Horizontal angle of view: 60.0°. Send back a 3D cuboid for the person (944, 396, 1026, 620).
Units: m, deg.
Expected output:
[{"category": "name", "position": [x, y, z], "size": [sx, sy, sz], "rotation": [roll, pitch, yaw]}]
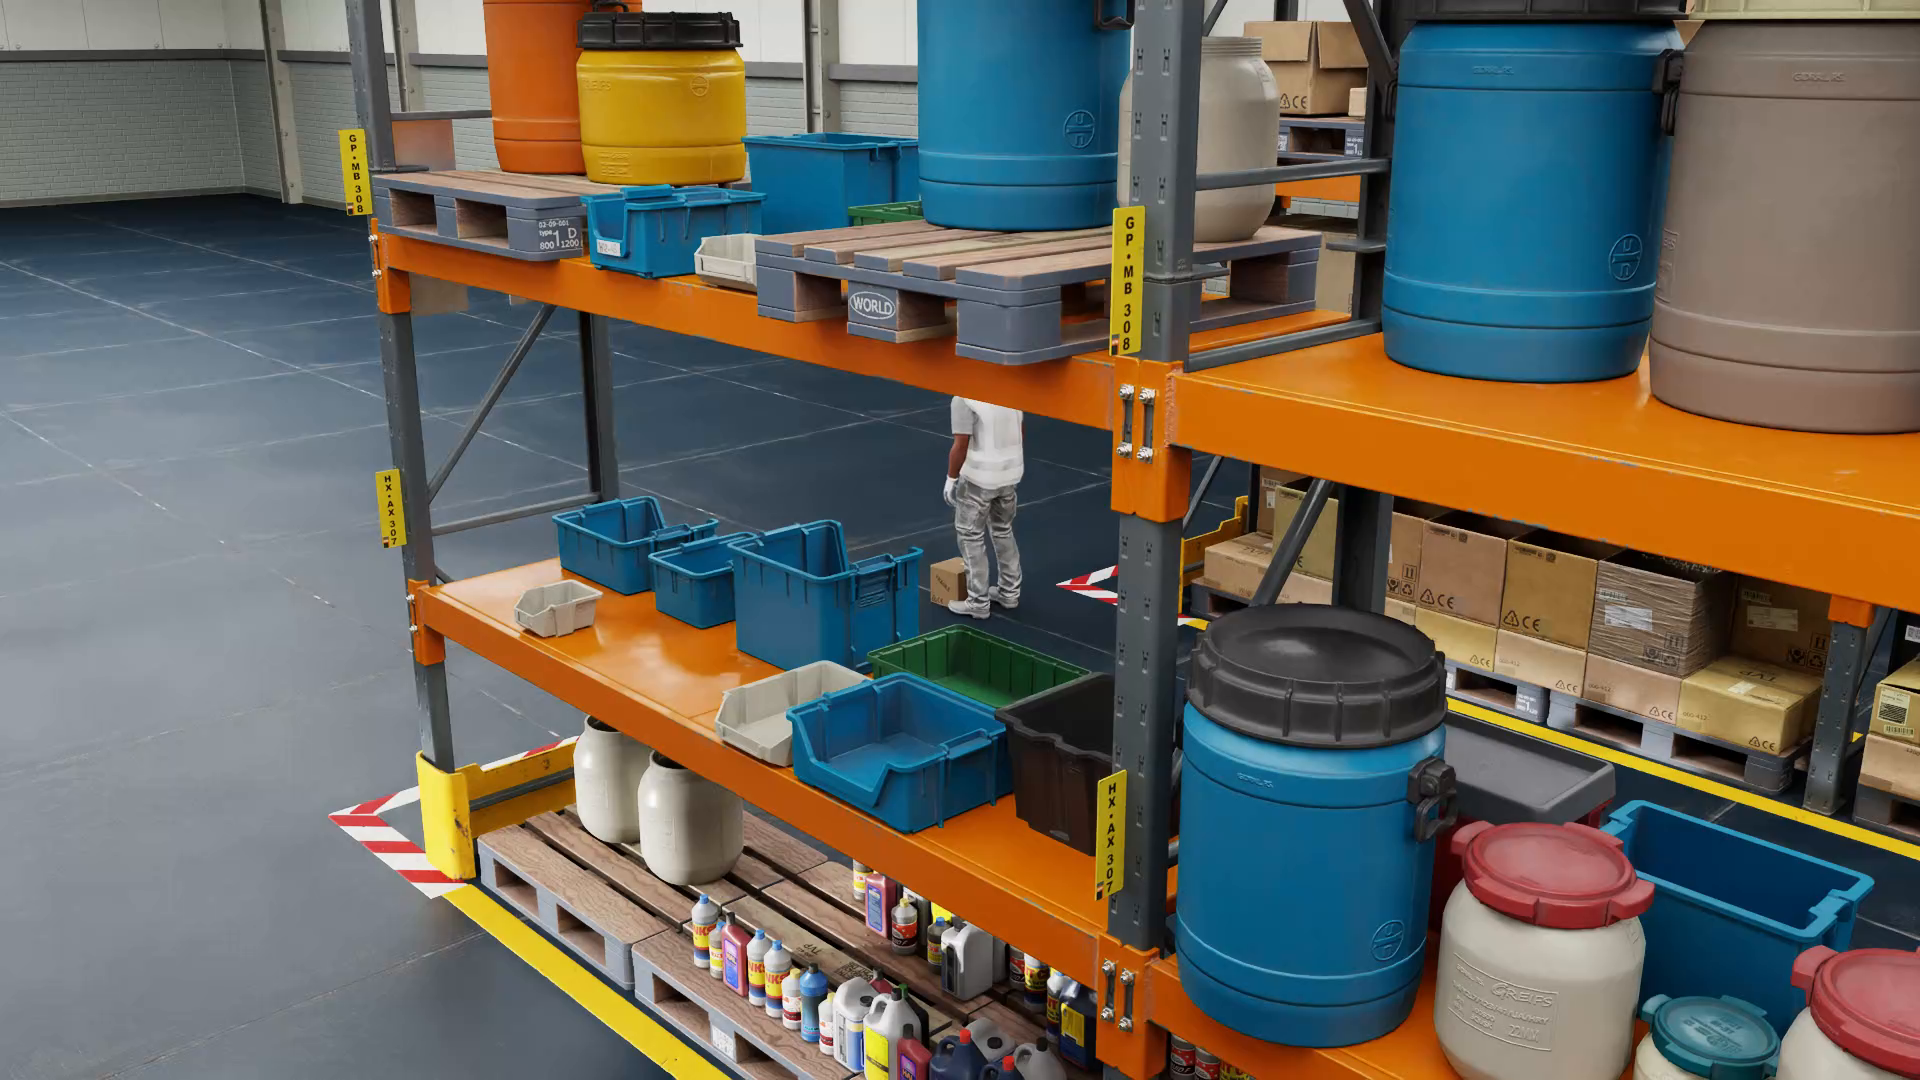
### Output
[{"category": "person", "position": [0.150, -0.401, 10.329], "size": [0.620, 1.773, 0.453], "rotation": [-16, 23, -41]}]
